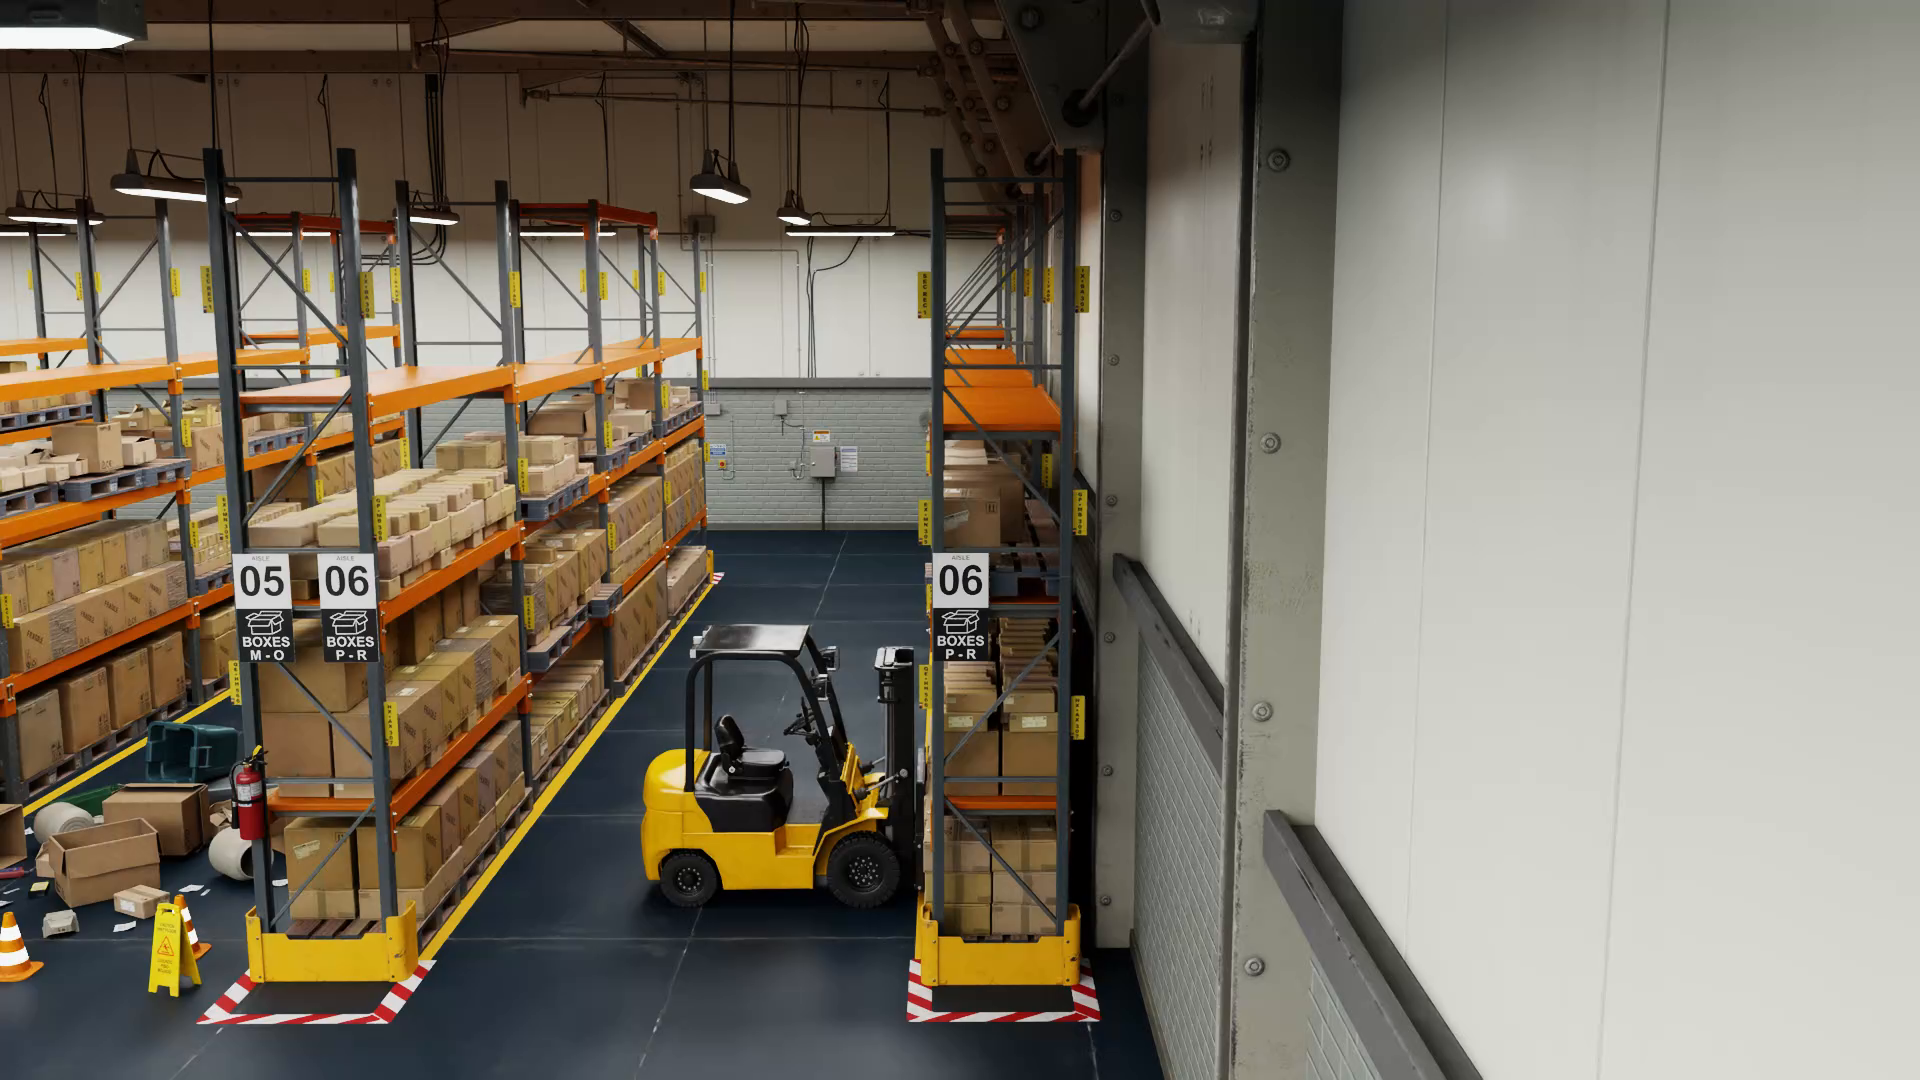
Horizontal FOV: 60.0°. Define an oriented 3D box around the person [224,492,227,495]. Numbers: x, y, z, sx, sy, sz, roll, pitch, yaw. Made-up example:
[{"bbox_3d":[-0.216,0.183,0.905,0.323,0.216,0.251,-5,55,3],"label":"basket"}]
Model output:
[{"bbox_3d":[-11.516,0.113,26.324,0.731,1.811,0.635,1,9,9],"label":"person"}]
